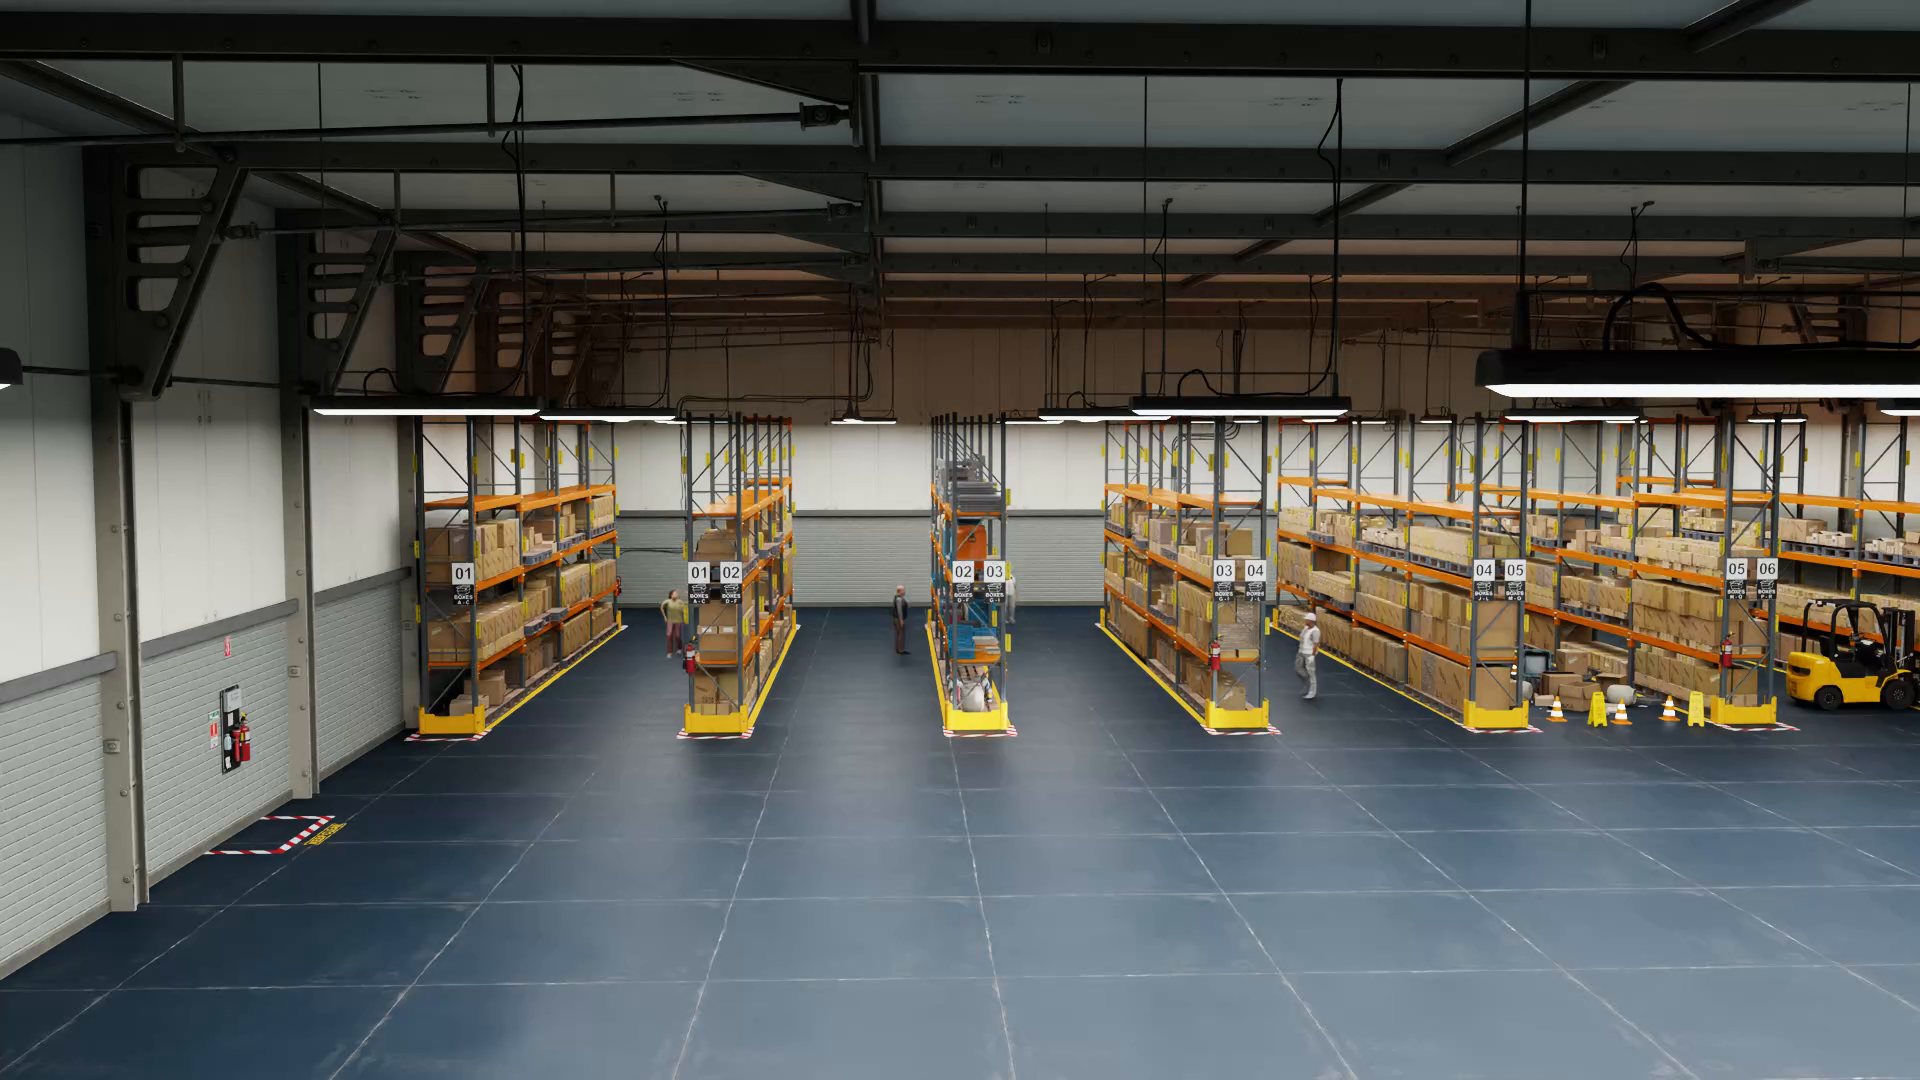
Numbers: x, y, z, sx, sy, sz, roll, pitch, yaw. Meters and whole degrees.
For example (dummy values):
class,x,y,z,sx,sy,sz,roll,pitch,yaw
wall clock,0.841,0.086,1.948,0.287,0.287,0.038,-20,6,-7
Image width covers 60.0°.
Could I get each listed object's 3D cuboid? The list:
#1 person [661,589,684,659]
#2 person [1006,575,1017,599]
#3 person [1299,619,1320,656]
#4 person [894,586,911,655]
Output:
class,x,y,z,sx,sy,sz,roll,pitch,yaw
person,-7.152,2.075,41.423,0.607,1.708,0.833,0,4,2
person,1.375,1.279,48.343,0.569,0.947,0.390,-1,4,-20
person,7.367,2.141,35.200,0.401,0.942,0.647,-2,4,-26
person,-1.432,2.004,41.641,0.405,1.724,0.591,0,4,-5
